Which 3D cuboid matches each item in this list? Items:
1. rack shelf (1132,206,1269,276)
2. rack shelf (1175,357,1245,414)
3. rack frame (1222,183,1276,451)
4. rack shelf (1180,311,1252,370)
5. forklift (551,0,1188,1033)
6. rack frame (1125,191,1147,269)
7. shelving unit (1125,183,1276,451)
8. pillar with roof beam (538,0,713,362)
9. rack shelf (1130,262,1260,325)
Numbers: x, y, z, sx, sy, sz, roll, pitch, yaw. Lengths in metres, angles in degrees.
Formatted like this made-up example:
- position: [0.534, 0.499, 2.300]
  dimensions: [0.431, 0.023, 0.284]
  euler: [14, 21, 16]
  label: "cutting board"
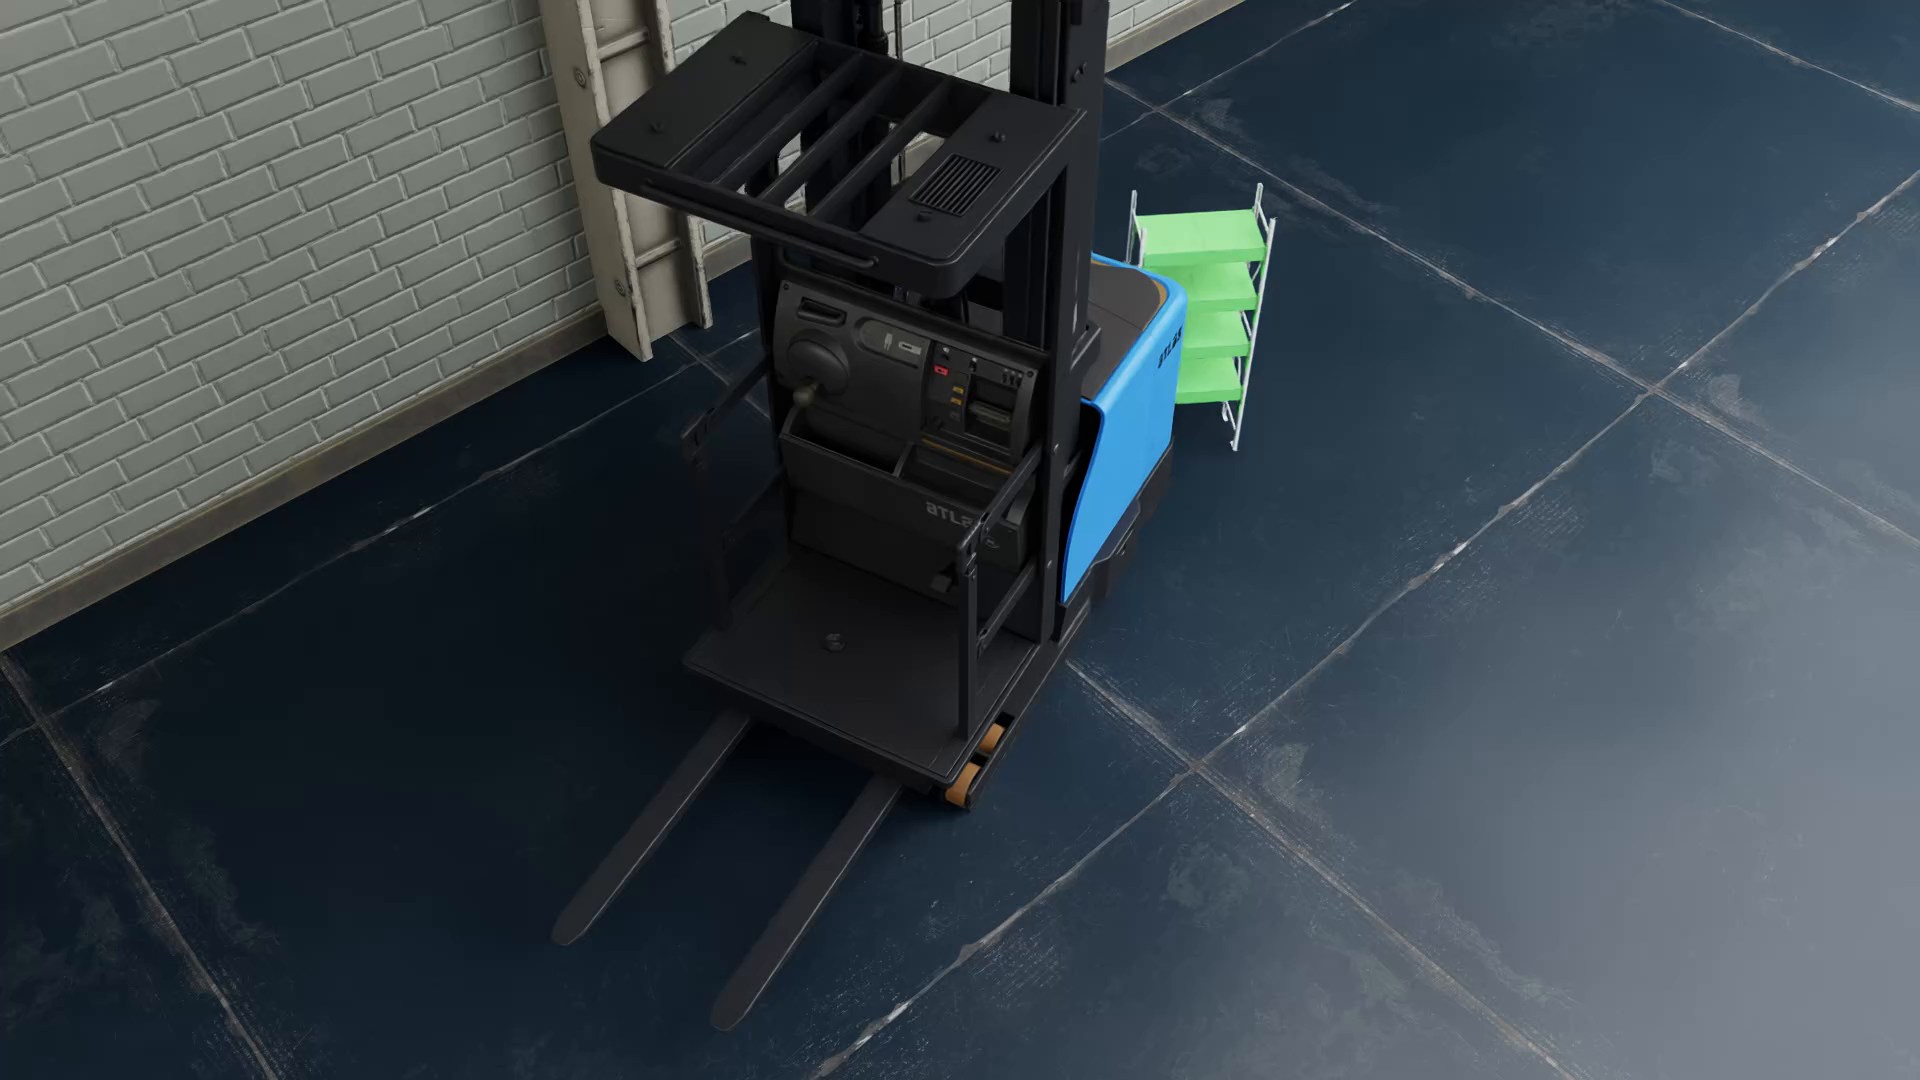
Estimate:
- position: [0.919, -1.139, 6.418]
  dimensions: [0.480, 0.148, 0.258]
  euler: [-4, 47, -4]
  label: "rack shelf"
- position: [0.919, -0.651, 6.947]
  dimensions: [0.480, 0.148, 0.258]
  euler: [-4, 47, -4]
  label: "rack shelf"
- position: [1.162, -0.875, 6.741]
  dimensions: [0.015, 1.200, 0.240]
  euler: [-4, 47, -4]
  label: "rack frame"
- position: [0.919, -0.813, 6.771]
  dimensions: [0.480, 0.148, 0.258]
  euler: [-4, 47, -4]
  label: "rack shelf"
- position: [-0.284, -0.437, 5.159]
  dimensions: [1.130, 2.935, 3.031]
  euler: [22, 51, 19]
  label: "forklift"
- position: [0.676, -0.839, 6.708]
  dimensions: [0.015, 1.200, 0.240]
  euler: [-4, 47, -4]
  label: "rack frame"
- position: [0.919, -0.857, 6.724]
  dimensions: [0.503, 1.200, 0.258]
  euler: [-4, 47, -4]
  label: "shelving unit"
- position: [1.512, -1.691, 2.188]
  dimensions: [0.400, 9.000, 9.100]
  euler: [-34, 56, -27]
  label: "pillar with roof beam"
- position: [0.919, -0.976, 6.595]
  dimensions: [0.480, 0.148, 0.258]
  euler: [-4, 47, -4]
  label: "rack shelf"
